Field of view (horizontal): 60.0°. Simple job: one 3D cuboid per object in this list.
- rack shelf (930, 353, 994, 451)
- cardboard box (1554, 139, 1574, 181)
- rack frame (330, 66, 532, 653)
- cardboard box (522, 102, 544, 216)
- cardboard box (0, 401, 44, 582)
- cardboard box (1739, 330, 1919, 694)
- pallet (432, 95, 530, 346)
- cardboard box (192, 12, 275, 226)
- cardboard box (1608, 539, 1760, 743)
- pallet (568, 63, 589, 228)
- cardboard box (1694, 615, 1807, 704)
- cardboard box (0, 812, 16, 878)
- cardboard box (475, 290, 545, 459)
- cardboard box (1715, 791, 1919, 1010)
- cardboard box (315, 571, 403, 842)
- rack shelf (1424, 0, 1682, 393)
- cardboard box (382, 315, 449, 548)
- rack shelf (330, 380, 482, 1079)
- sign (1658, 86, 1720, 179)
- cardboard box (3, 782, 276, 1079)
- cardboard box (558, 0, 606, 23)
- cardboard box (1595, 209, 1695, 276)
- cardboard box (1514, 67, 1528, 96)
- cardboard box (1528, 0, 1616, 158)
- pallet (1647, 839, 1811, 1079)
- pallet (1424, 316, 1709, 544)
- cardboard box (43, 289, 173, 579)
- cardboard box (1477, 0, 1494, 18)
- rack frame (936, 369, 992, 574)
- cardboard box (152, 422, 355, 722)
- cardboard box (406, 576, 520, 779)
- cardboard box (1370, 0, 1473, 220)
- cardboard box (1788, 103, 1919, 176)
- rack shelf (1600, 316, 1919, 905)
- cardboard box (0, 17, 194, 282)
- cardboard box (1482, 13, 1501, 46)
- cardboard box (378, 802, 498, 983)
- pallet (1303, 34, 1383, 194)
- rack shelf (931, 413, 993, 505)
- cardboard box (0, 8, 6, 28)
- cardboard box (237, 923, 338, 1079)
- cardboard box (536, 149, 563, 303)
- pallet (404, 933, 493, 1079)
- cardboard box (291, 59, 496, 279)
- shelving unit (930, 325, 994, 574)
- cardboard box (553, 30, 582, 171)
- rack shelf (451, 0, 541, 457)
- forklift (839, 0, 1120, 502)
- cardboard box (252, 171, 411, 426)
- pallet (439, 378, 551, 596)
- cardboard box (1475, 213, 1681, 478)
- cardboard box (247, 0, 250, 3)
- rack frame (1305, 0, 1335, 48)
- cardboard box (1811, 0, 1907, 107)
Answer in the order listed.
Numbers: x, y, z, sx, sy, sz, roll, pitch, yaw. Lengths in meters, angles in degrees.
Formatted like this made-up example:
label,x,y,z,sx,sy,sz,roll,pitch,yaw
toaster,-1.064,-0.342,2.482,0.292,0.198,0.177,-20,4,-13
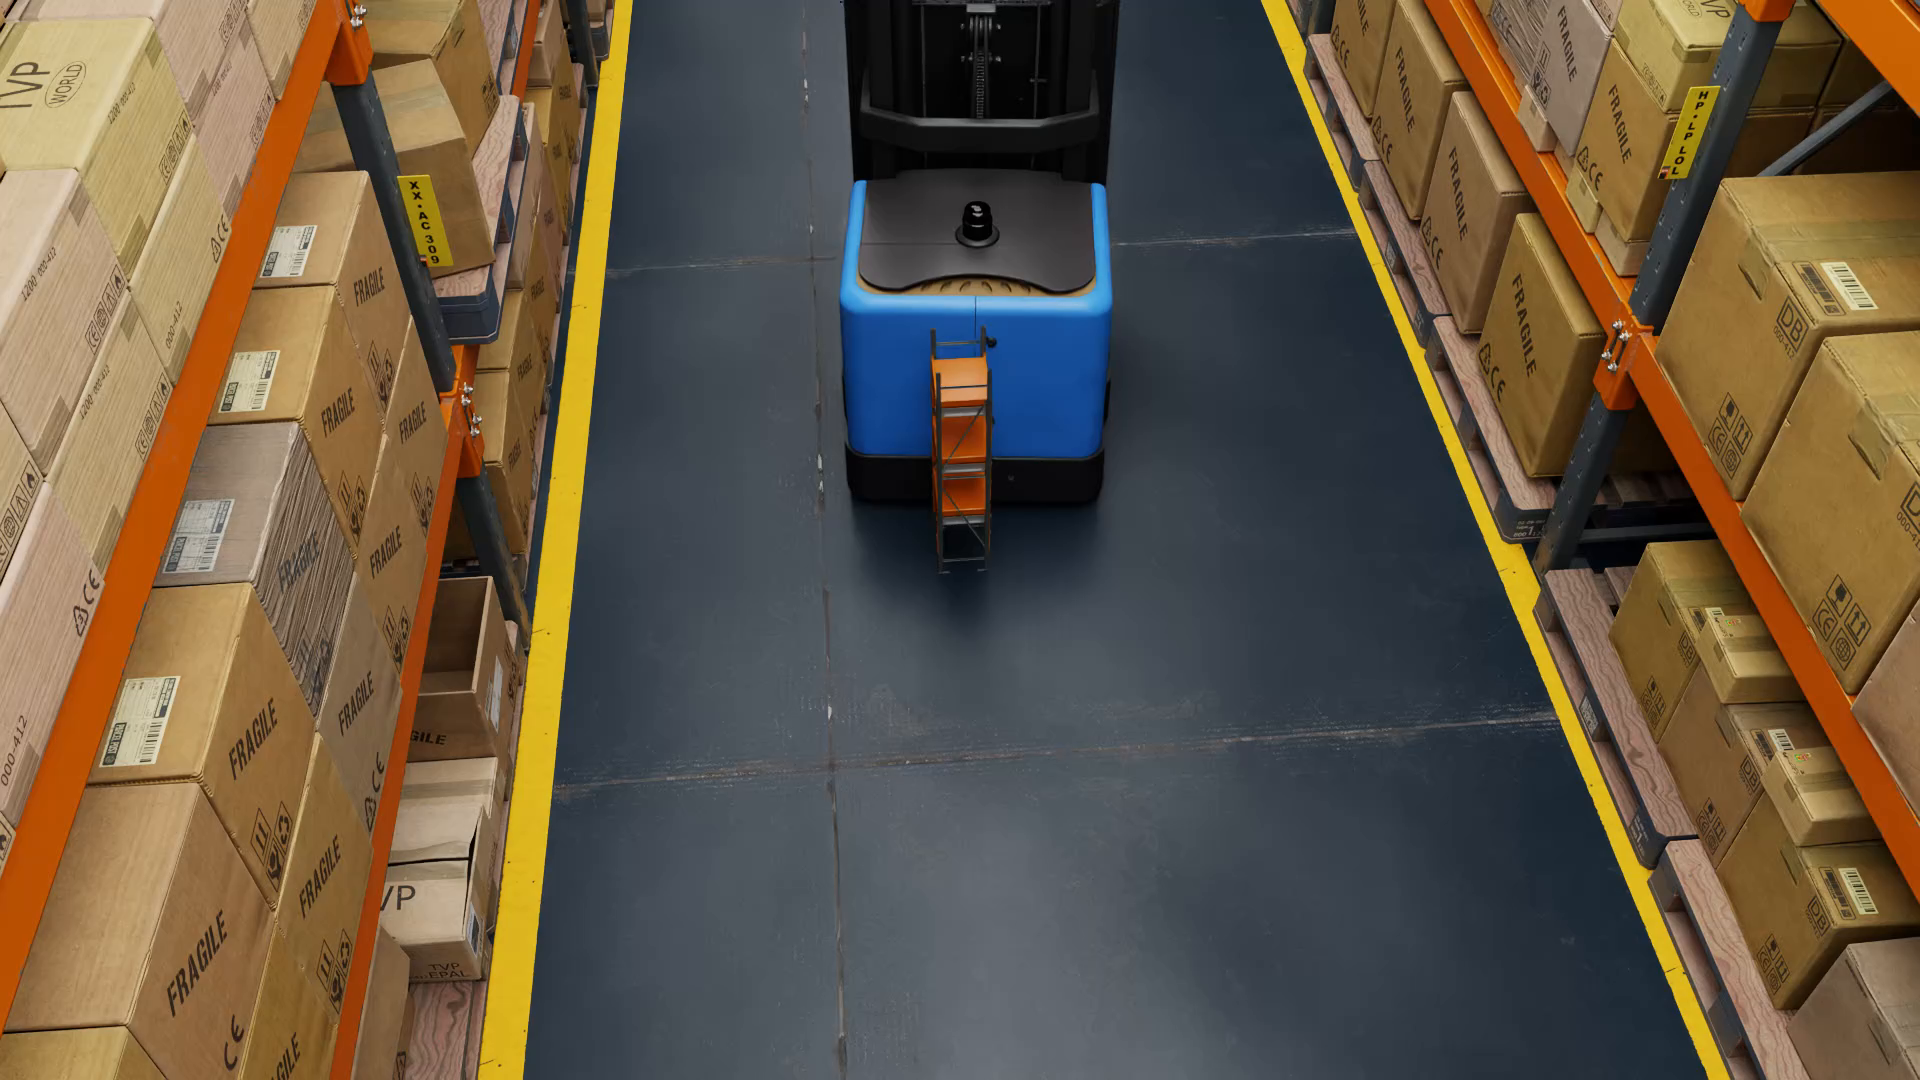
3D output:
label,x,y,z,sx,sy,sz,roll,pitch,yaw
rack shelf,0.004,-0.510,6.134,0.215,0.259,0.240,-3,47,-3
cardboard box,2.457,-1.441,6.208,0.380,0.149,0.250,-2,47,-2
rack frame,-2.147,-0.618,5.270,1.000,3.000,0.127,-3,47,-3
cardboard box,-2.071,-1.619,7.119,0.500,0.250,0.500,-4,47,-4
cardboard box,-1.679,0.013,2.365,0.500,0.250,0.500,-3,47,-3
cardboard box,2.874,-0.103,4.575,0.980,0.700,0.700,-5,47,-4
pallet,-2.105,-1.137,5.893,1.003,0.211,1.213,-3,47,-3
cardboard box,-1.810,-0.900,3.574,0.500,0.250,0.500,-3,47,-3
cardboard box,2.750,0.340,5.794,0.700,0.500,0.500,-3,47,-3
pallet,-2.457,-2.011,8.509,1.003,0.211,1.213,-3,47,-3
cardboard box,2.597,0.376,5.313,0.380,0.149,0.250,-2,47,-2
cardboard box,-1.630,0.546,2.204,0.500,0.250,0.500,-3,47,-3
cardboard box,-2.000,-0.660,6.728,0.500,0.500,0.500,-3,47,-3
cardboard box,2.829,1.076,5.098,0.700,0.500,0.500,-3,47,-2
cardboard box,-1.759,0.438,4.200,0.500,0.500,0.500,-3,47,-2
rack shelf,2.622,-2.122,7.189,1.077,0.370,4.000,-3,47,-3
cardboard box,-1.849,-0.306,4.905,0.500,0.500,0.500,-3,47,-3
rack shelf,-1.979,1.076,4.160,1.077,0.370,4.000,-3,47,-3
sign,2.249,-1.253,5.128,0.100,0.325,0.005,-3,47,-3
cardboard box,-1.674,0.821,3.149,0.500,0.500,0.500,-3,47,-3
cardboard box,-2.233,-3.108,9.232,0.500,0.250,0.500,-4,47,-3
cardboard box,2.479,-1.070,5.857,0.380,0.149,0.250,-3,47,-3
cardboard box,2.422,-1.810,6.557,0.380,0.149,0.250,-3,47,-3
cardboard box,2.447,-1.753,6.056,0.500,0.500,0.500,-3,47,-3
pallet,2.880,1.477,5.206,1.003,0.211,1.213,-3,47,-3
pallet,2.650,-0.517,7.094,1.003,0.211,1.213,-3,47,-3
cardboard box,-1.722,-0.177,2.889,0.500,0.250,0.500,-3,47,-3
cardboard box,2.366,-2.478,6.743,0.500,0.500,0.500,-2,47,-2
rack frame,0.015,-0.234,6.249,0.200,1.050,0.008,-3,47,-3
cardboard box,-1.759,0.089,3.842,0.500,0.500,0.500,-3,47,-3
cardboard box,-1.816,0.485,5.643,0.500,0.500,0.500,-3,47,-3
cardboard box,2.452,-2.047,7.814,0.750,0.750,0.750,-4,47,-3
cardboard box,3.002,-1.414,5.735,0.500,0.500,0.500,-5,47,-5
rack shelf,2.957,0.772,4.448,1.077,0.370,4.000,-3,47,-3
cardboard box,-1.757,-0.711,3.050,0.500,0.250,0.500,-3,47,-3
cardboard box,2.405,-2.185,6.912,0.380,0.149,0.250,-2,47,-2
cardboard box,-1.754,1.093,5.198,0.500,0.311,0.500,-3,47,-3
pallet,2.445,-2.282,8.766,1.003,0.211,1.213,-3,47,-3
rack shelf,0.004,-0.315,6.340,0.215,0.259,0.240,-3,47,-3
cardboard box,-2.119,-0.947,2.757,0.700,0.500,0.500,-3,47,-3
cardboard box,-1.674,1.168,3.509,0.500,0.500,0.500,-4,47,-3
cardboard box,-2.076,-1.388,7.417,0.500,0.500,0.500,-5,47,-5
pallet,-1.985,1.722,4.974,1.003,0.211,1.213,-3,47,-3
cardboard box,-1.963,-1.153,5.418,0.700,0.500,0.500,-18,49,-16
shelving unit,0.004,-0.322,6.332,0.215,1.050,0.252,-3,47,-3
cardboard box,-2.169,-2.142,8.131,0.500,0.500,0.500,-2,47,-2
rack shelf,-2.314,-1.818,6.901,1.077,0.370,4.000,-3,47,-3
forklift,0.091,-2.218,6.832,1.130,2.935,3.031,1,47,1
cardboard box,-1.846,-0.646,4.539,0.500,0.500,0.500,-3,47,-3
pallet,-2.252,-0.245,6.837,1.003,0.211,1.213,-3,47,-3
cardboard box,2.605,-0.790,6.623,0.750,0.750,0.750,-3,47,-3
cardboard box,-1.835,-1.435,3.736,0.500,0.250,0.500,-3,47,-3
rack frame,2.454,-3.816,8.298,1.000,3.000,0.127,-3,47,-3
cardboard box,3.010,-1.672,5.464,0.500,0.250,0.500,-2,47,-2
